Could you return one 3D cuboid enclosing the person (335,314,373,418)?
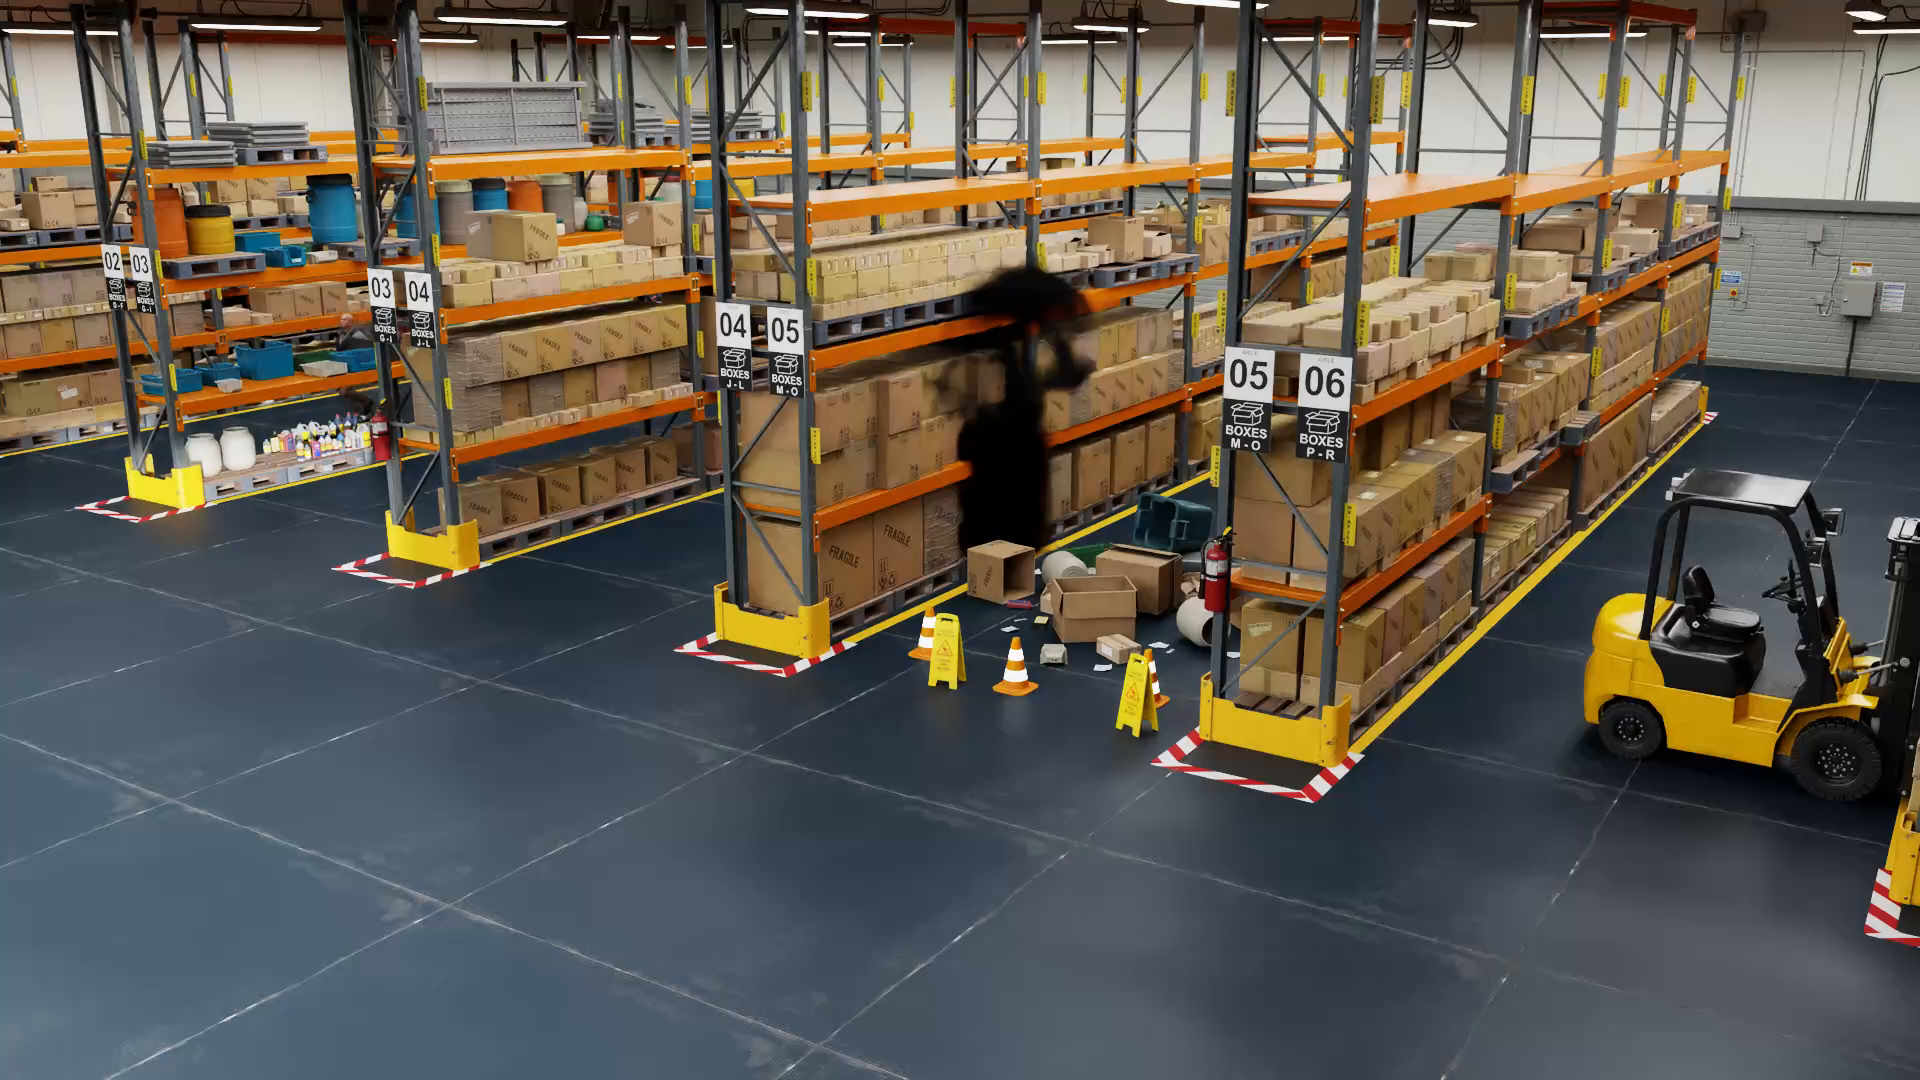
[{"bbox_3d":[-9.382,-2.626,25.531,0.653,1.680,0.569,9,18,31],"label":"person"}]
